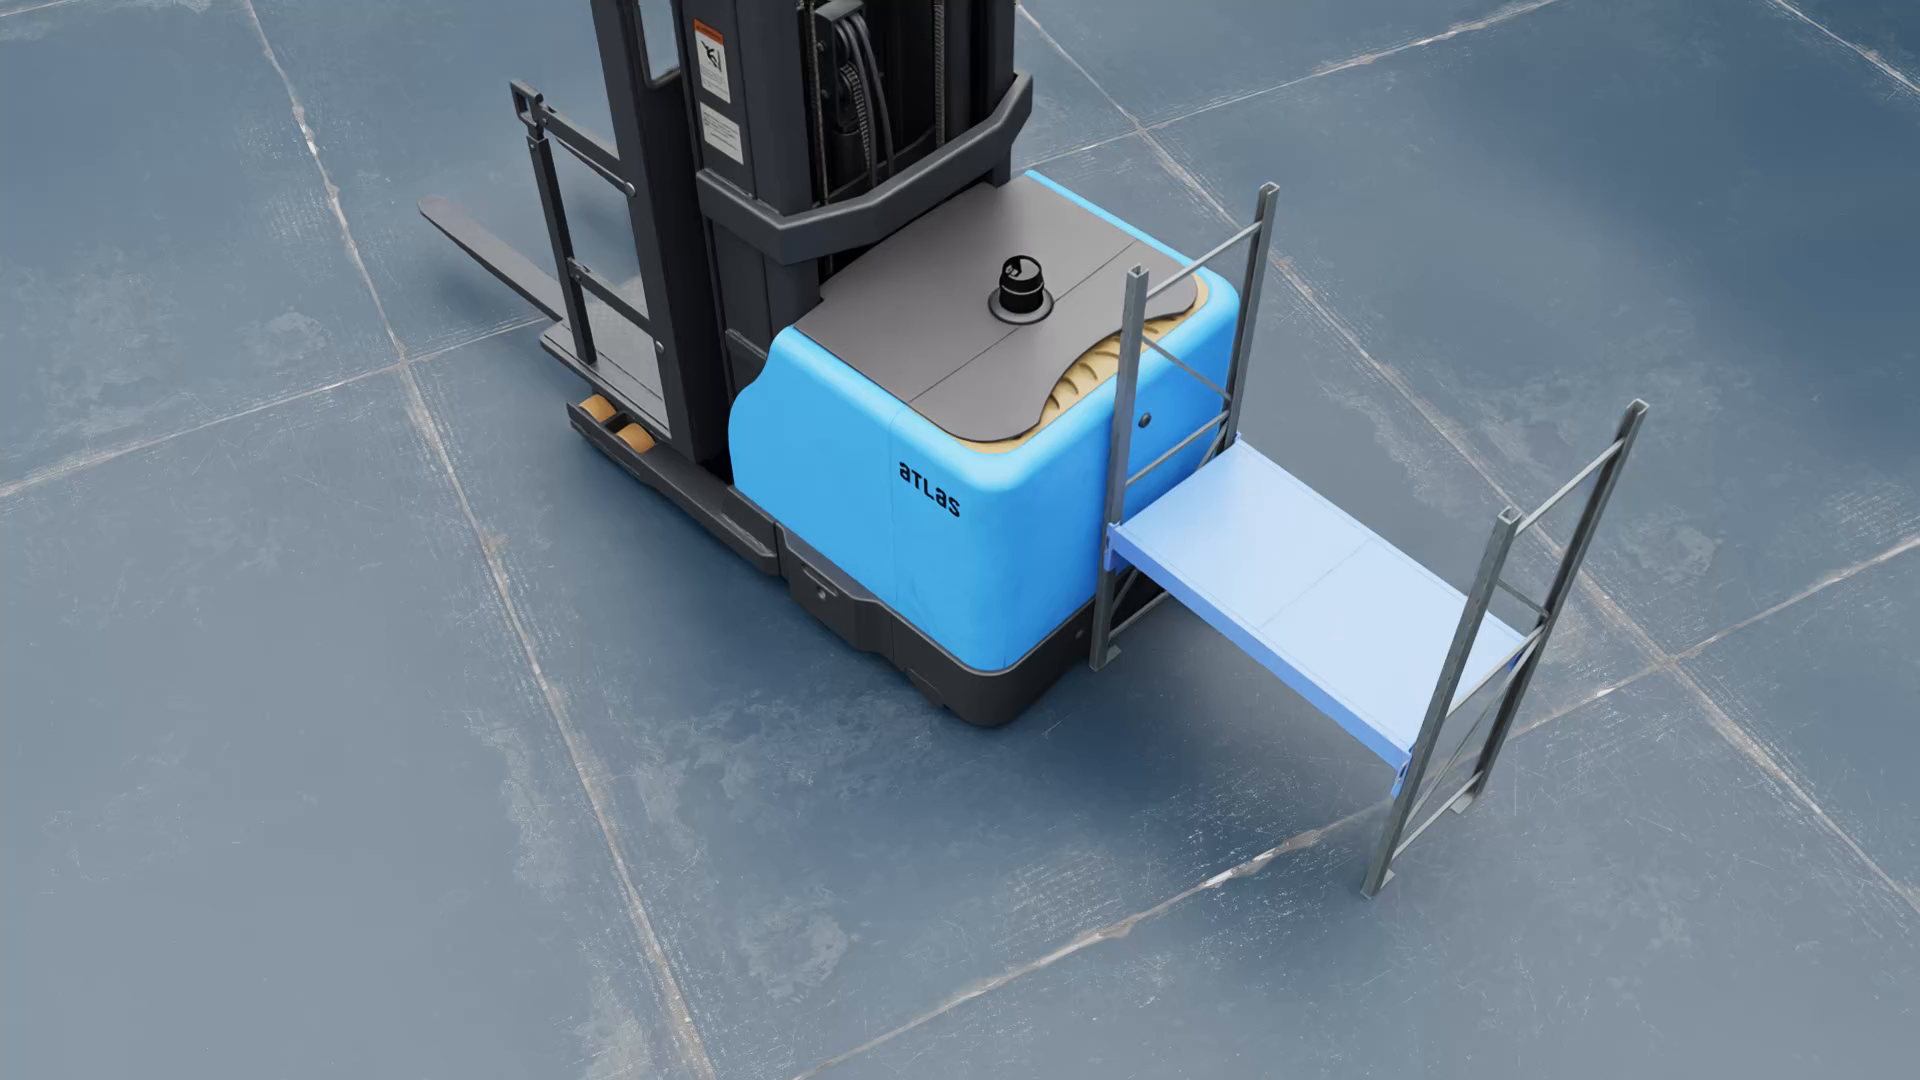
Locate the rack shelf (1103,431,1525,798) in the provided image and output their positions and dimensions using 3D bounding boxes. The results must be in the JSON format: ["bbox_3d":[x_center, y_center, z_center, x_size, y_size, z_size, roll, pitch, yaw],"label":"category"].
[{"bbox_3d":[0.918,0.164,4.349,0.538,0.185,1.000,-34,57,-26],"label":"rack shelf"}]

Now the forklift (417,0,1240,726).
[{"bbox_3d":[-0.647,-1.433,4.556,3.031,2.935,1.130,36,58,27],"label":"forklift"}]

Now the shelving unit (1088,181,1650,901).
[{"bbox_3d":[0.918,0.045,4.214,0.538,1.500,1.048,-34,57,-26],"label":"shelving unit"}]

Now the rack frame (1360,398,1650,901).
[{"bbox_3d":[1.261,0.328,3.967,0.500,1.500,0.032,-34,57,-26],"label":"rack frame"}]

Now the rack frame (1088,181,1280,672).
[{"bbox_3d":[0.575,-0.238,4.461,0.500,1.500,0.032,-34,57,-26],"label":"rack frame"}]
